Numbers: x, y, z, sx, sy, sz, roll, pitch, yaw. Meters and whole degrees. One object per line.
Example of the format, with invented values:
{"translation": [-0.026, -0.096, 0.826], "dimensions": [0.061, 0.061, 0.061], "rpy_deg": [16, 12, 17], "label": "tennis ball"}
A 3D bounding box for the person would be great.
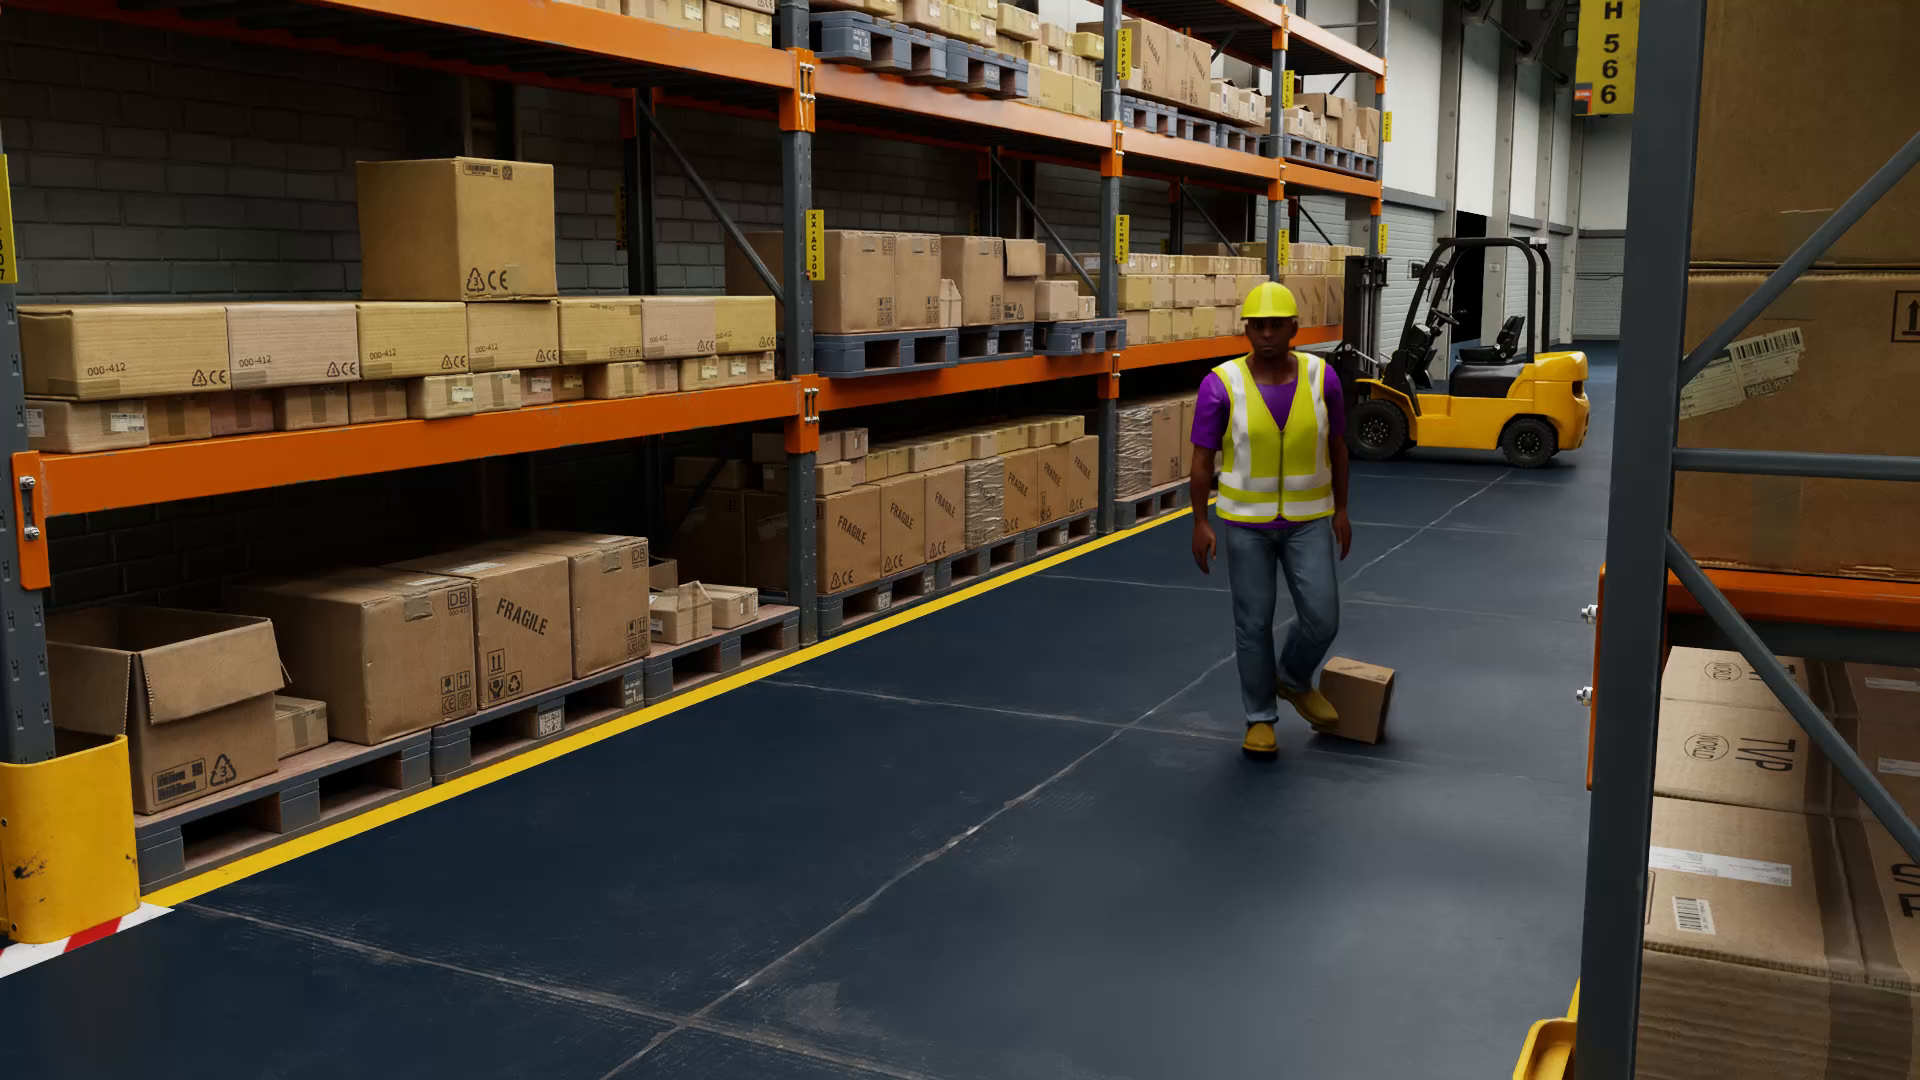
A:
{"translation": [1.159, -0.072, 6.180], "dimensions": [0.617, 1.756, 0.518], "rpy_deg": [0, 9, 3], "label": "person"}
